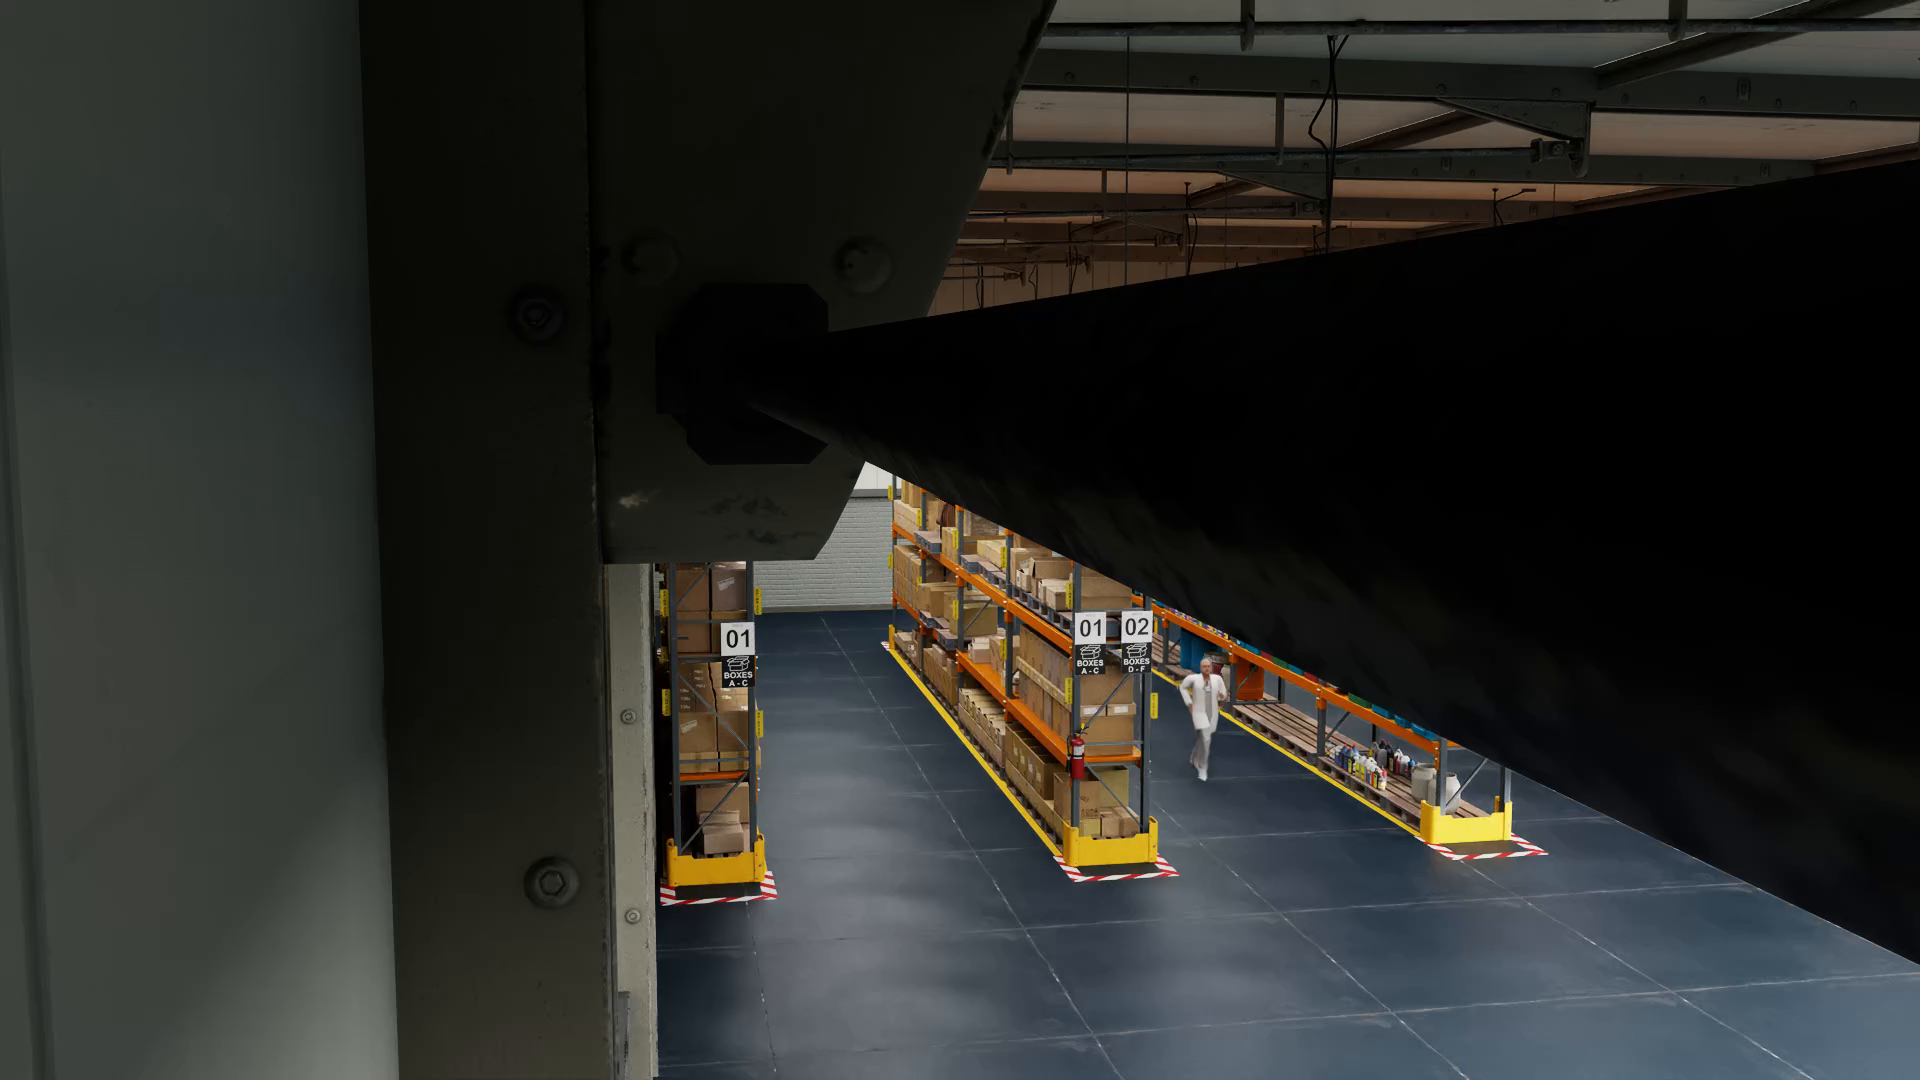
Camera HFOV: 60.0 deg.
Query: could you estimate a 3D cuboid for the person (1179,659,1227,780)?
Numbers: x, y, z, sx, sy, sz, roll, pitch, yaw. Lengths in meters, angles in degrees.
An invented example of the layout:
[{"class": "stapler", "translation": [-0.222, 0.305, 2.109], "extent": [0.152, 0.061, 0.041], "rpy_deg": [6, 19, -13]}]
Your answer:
[{"class": "person", "translation": [3.747, 2.821, 25.396], "extent": [0.665, 1.662, 0.844], "rpy_deg": [-2, 6, -16]}]
